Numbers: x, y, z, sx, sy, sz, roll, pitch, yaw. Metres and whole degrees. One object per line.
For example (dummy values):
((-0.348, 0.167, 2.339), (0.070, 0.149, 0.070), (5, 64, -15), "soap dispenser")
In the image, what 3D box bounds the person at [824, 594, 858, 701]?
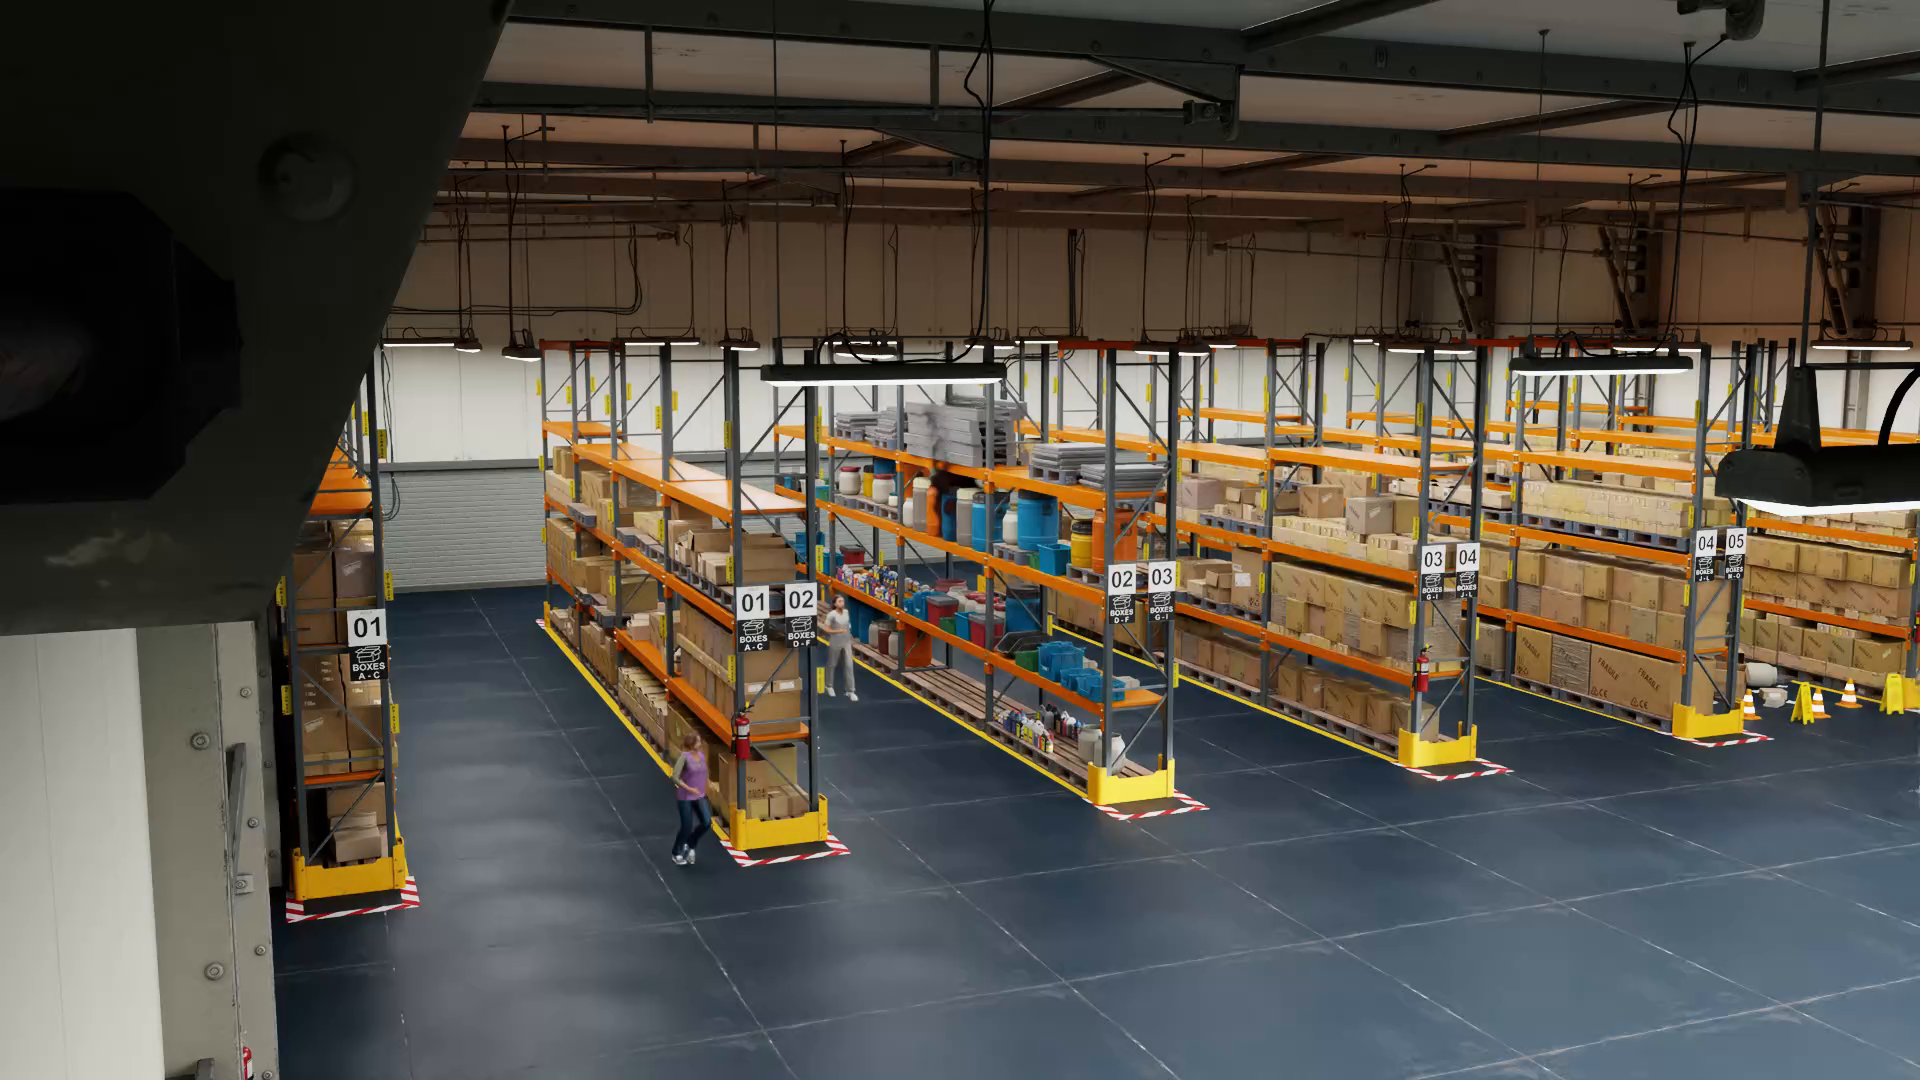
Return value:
((-1.927, 1.718, 26.771), (0.565, 1.706, 0.874), (-5, 9, -34), "person")

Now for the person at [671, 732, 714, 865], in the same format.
((-3.111, 3.030, 19.505), (0.543, 1.556, 0.617), (7, 10, 42), "person")
